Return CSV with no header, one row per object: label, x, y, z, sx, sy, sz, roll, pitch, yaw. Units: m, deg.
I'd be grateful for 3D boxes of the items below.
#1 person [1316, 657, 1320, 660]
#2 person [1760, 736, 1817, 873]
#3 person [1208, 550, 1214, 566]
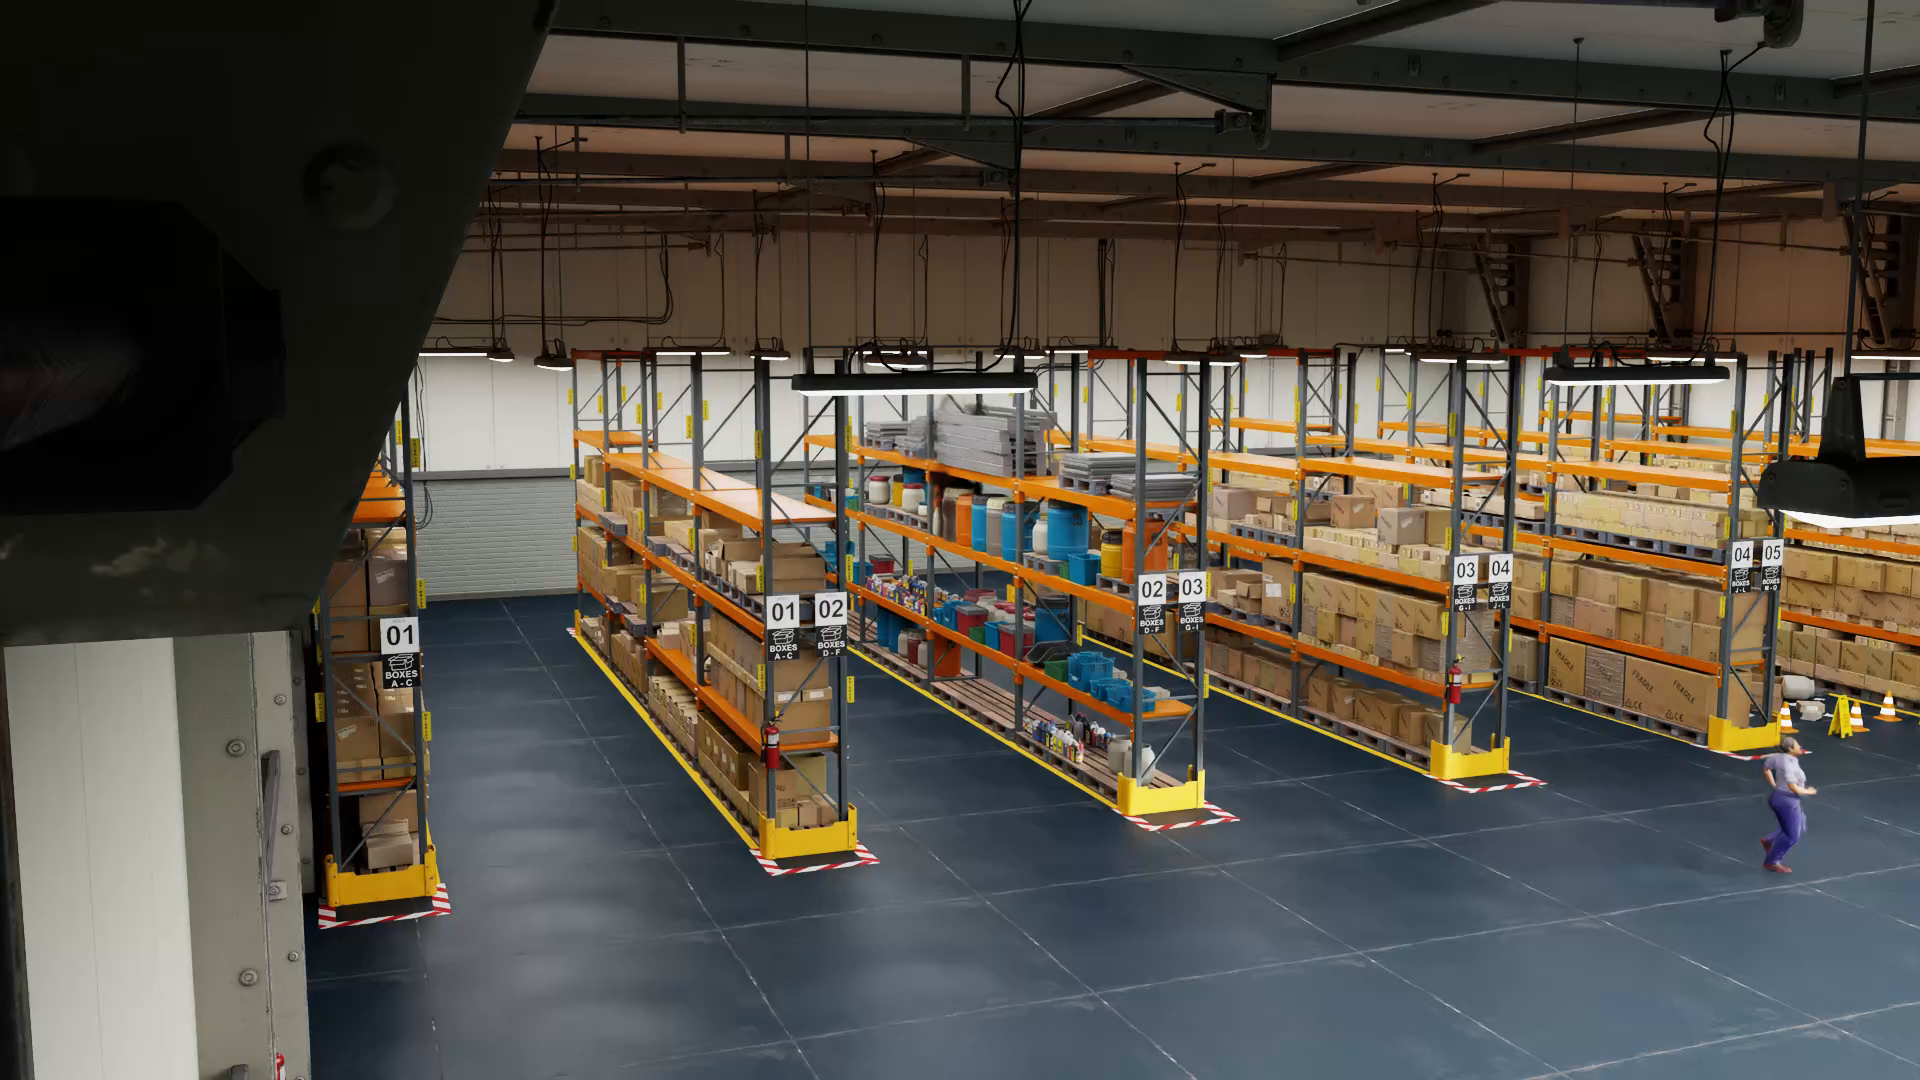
person,7.131,1.464,32.139,0.655,1.758,0.650,-3,8,-25
person,9.778,3.105,19.587,0.522,1.615,0.657,1,7,11
person,6.151,0.337,41.732,0.713,1.668,0.717,2,7,13
